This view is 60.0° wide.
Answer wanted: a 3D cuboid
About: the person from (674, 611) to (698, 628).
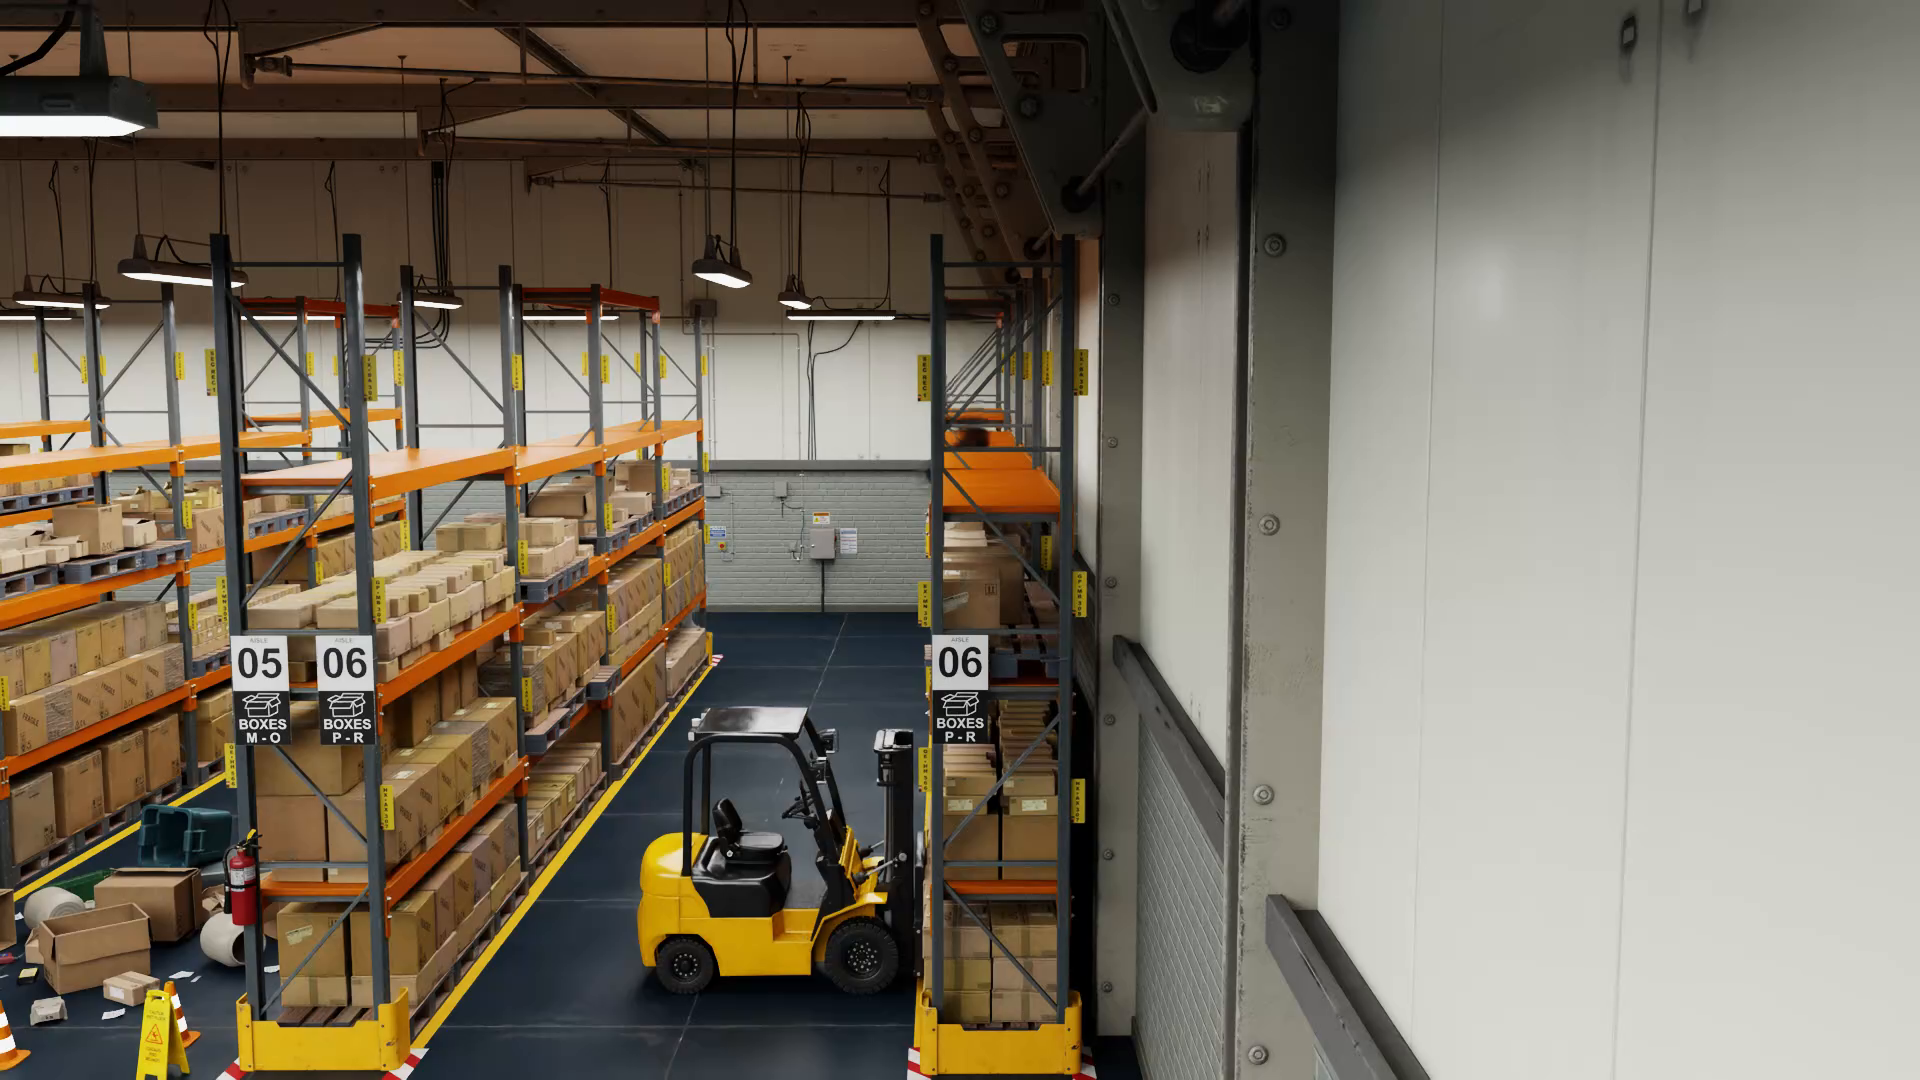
[{"bbox_3d":[-4.808,1.145,29.078,0.686,1.691,0.556,1,6,11],"label":"person"}]
